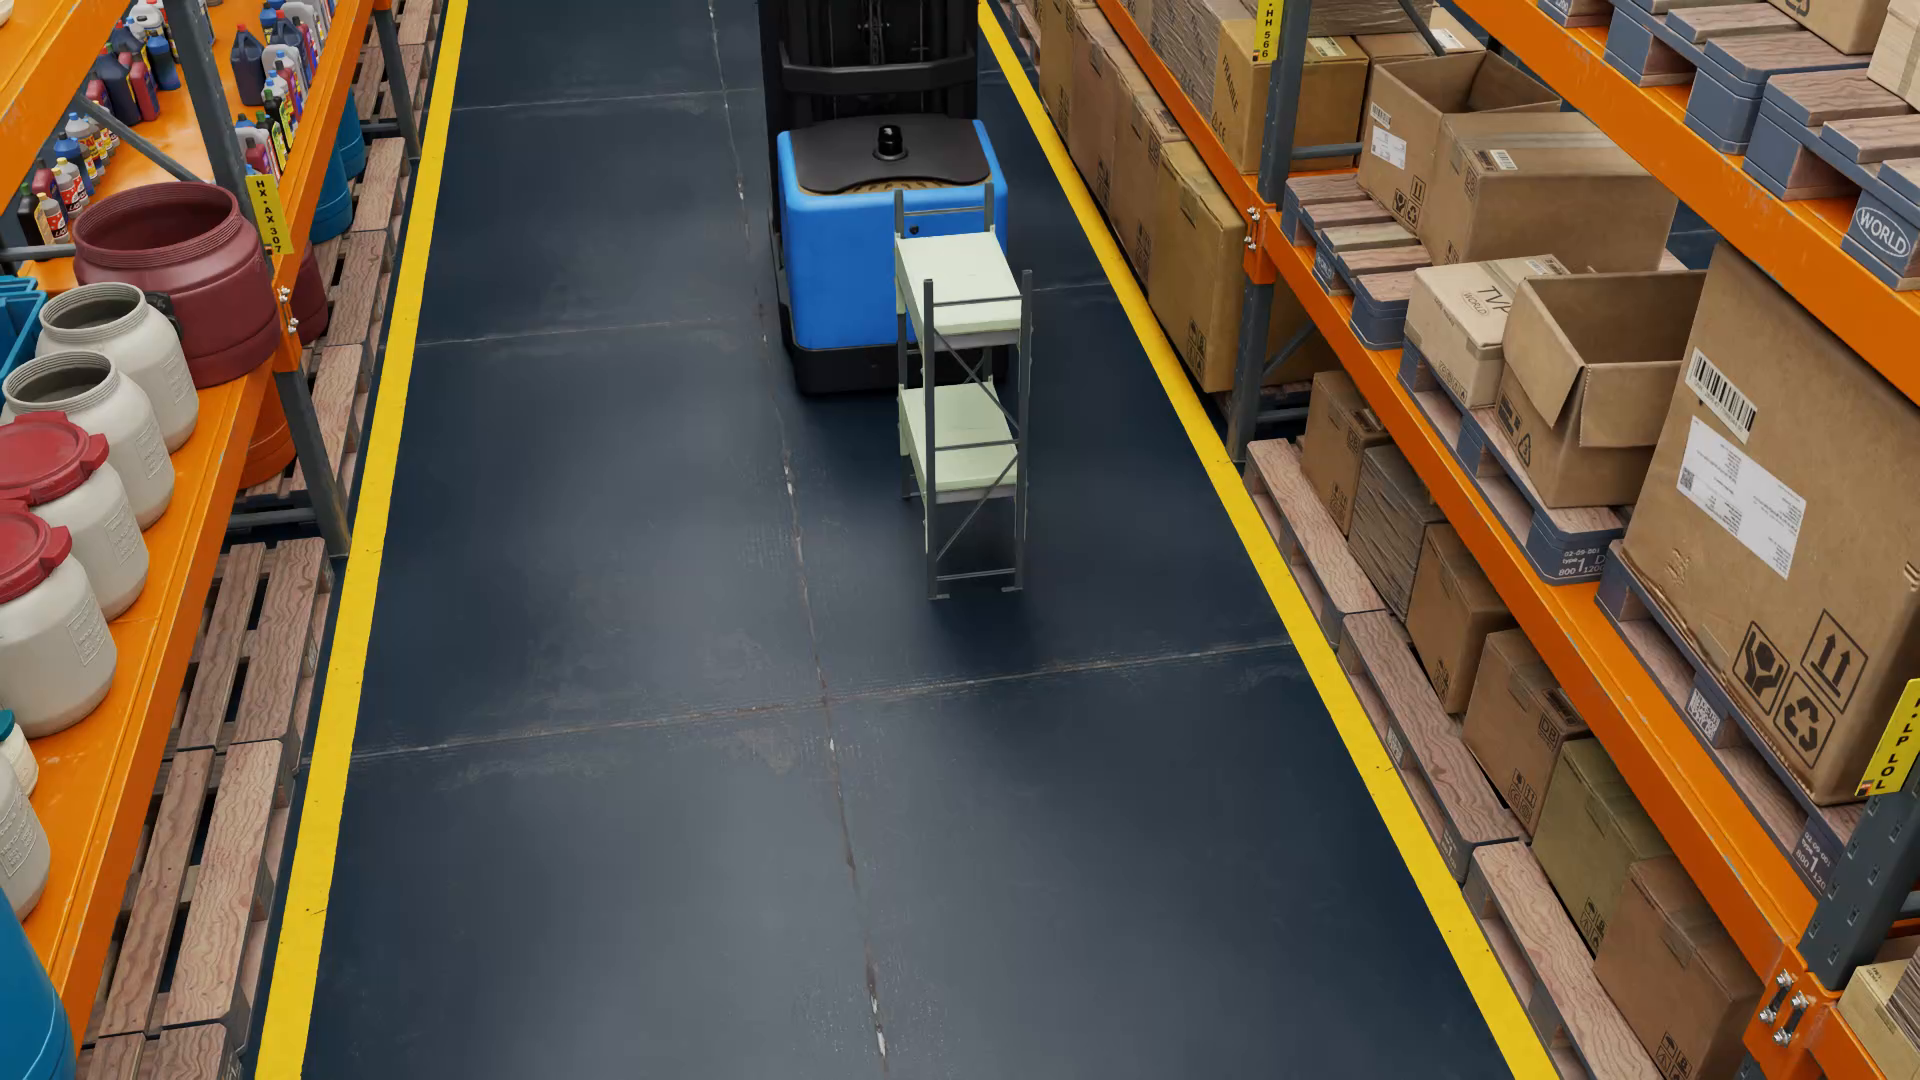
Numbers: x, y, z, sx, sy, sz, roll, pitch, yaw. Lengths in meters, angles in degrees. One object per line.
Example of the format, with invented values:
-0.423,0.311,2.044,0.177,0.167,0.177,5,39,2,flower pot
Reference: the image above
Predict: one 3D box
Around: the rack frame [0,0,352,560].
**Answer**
-3.130,-1.091,6.209,1.000,3.000,0.127,-6,38,-8,rack frame

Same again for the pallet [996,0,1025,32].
0.771,-4.144,12.412,1.003,0.211,1.213,-6,38,-8,pallet

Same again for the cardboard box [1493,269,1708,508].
2.053,-0.451,4.959,0.797,0.503,0.637,-3,38,-3,cardboard box

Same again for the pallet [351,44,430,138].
-3.998,-2.845,10.740,1.003,0.211,1.213,-6,38,-8,pallet

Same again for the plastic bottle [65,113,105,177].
-3.732,-1.684,7.078,0.097,0.271,0.097,0,38,0,plastic bottle

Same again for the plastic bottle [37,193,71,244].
-3.623,-1.282,6.617,0.097,0.201,0.097,0,38,0,plastic bottle

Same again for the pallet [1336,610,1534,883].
2.092,0.685,6.196,1.003,0.211,1.213,-6,38,-8,pallet

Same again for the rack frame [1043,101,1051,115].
1.045,-4.039,10.004,1.000,3.000,0.127,-6,38,-8,rack frame

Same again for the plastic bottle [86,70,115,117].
-3.821,-1.933,7.389,0.061,0.283,0.133,-6,38,-8,plastic bottle

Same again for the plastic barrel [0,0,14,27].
-2.677,-1.478,4.375,0.301,0.262,0.301,0,38,0,plastic barrel

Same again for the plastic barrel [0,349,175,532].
-2.666,-0.282,5.077,0.421,0.512,0.421,0,38,0,plastic barrel

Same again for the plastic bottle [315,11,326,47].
-3.221,-2.551,8.251,0.097,0.201,0.097,0,38,0,plastic bottle

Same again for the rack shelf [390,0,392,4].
-4.182,-4.431,11.094,1.077,0.370,4.000,-6,38,-8,rack shelf

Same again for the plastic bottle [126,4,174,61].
-3.922,-2.438,8.044,0.152,0.276,0.135,-6,38,-8,plastic bottle

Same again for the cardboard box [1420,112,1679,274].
2.077,-1.180,5.901,0.700,0.500,0.500,-1,38,-1,cardboard box

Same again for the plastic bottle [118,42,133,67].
-3.817,-2.132,7.645,0.061,0.283,0.133,-6,38,-8,plastic bottle

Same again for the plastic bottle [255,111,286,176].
-2.947,-1.706,7.096,0.061,0.283,0.133,-6,38,-8,plastic bottle

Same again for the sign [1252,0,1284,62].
1.200,-2.019,6.460,0.100,0.325,0.005,-6,38,-8,sign

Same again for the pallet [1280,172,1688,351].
1.976,-1.129,6.414,1.213,0.211,1.003,-6,38,-8,pallet

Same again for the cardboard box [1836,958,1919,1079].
2.189,1.054,3.653,0.380,0.149,0.250,-6,38,-8,cardboard box

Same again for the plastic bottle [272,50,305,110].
-3.084,-2.106,7.621,0.097,0.271,0.097,0,38,0,plastic bottle

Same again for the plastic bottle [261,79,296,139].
-3.026,-1.908,7.366,0.097,0.271,0.097,0,38,0,plastic bottle

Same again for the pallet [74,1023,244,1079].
-2.605,1.956,4.560,1.003,0.211,1.213,-6,38,-8,pallet

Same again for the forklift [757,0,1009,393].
-0.490,-2.769,8.425,1.130,2.935,3.031,-5,38,-7,forklift

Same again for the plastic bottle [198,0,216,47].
-3.813,-2.594,8.245,0.152,0.276,0.135,-6,38,-8,plastic bottle

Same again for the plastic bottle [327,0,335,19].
-3.316,-2.855,8.521,0.144,0.351,0.185,-6,38,-8,plastic bottle

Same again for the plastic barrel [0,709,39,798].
-2.510,0.564,4.192,0.301,0.262,0.301,0,38,0,plastic barrel

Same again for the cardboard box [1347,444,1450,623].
1.993,-0.074,6.579,0.700,0.500,0.500,-9,39,-12,cardboard box

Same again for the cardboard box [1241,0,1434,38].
1.634,-2.502,7.127,0.797,0.503,0.637,-5,38,-6,cardboard box

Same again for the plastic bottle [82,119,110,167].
-3.749,-1.716,7.175,0.097,0.201,0.097,0,38,0,plastic bottle

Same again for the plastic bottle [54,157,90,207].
-3.681,-1.480,6.873,0.097,0.201,0.097,0,38,0,plastic bottle

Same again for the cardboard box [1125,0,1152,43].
1.151,-2.857,8.401,0.500,0.500,0.500,-6,38,-7,cardboard box

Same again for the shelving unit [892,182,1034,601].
0.001,-0.588,6.785,0.431,1.500,0.755,-6,38,-8,shelving unit

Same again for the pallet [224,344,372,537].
-3.309,-0.461,7.671,1.003,0.211,1.213,-6,38,-8,pallet

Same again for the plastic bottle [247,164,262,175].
-2.898,-1.440,6.821,0.097,0.201,0.097,0,38,0,plastic bottle

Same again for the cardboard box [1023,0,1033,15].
0.850,-4.317,11.751,0.875,0.875,0.875,-6,38,-8,cardboard box

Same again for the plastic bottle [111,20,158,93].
-3.864,-2.253,7.745,0.144,0.351,0.185,-6,38,-8,plastic bottle

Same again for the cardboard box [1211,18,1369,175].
1.416,-1.934,7.213,0.500,0.500,0.500,-5,38,-7,cardboard box

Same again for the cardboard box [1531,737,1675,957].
2.296,0.943,5.270,0.700,0.500,0.500,-6,38,-8,cardboard box

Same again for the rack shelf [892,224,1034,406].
0.001,-0.896,6.545,0.431,0.370,0.720,-6,38,-8,rack shelf

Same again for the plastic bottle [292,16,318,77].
-3.142,-2.376,7.958,0.061,0.283,0.133,-6,38,-8,plastic bottle

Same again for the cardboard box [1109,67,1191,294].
1.497,-1.908,8.651,1.225,0.875,0.875,-6,38,-8,cardboard box

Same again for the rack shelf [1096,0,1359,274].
1.396,-2.547,8.670,1.077,0.370,4.000,-6,38,-8,rack shelf

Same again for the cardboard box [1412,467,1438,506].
1.996,-0.385,6.369,0.500,0.250,0.500,-2,38,-3,cardboard box

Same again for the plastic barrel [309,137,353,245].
-3.629,-2.086,8.858,0.600,0.901,0.708,-6,38,-8,plastic barrel

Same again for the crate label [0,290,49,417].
-3.222,-0.475,5.388,0.502,0.435,0.616,-6,38,-8,crate label
